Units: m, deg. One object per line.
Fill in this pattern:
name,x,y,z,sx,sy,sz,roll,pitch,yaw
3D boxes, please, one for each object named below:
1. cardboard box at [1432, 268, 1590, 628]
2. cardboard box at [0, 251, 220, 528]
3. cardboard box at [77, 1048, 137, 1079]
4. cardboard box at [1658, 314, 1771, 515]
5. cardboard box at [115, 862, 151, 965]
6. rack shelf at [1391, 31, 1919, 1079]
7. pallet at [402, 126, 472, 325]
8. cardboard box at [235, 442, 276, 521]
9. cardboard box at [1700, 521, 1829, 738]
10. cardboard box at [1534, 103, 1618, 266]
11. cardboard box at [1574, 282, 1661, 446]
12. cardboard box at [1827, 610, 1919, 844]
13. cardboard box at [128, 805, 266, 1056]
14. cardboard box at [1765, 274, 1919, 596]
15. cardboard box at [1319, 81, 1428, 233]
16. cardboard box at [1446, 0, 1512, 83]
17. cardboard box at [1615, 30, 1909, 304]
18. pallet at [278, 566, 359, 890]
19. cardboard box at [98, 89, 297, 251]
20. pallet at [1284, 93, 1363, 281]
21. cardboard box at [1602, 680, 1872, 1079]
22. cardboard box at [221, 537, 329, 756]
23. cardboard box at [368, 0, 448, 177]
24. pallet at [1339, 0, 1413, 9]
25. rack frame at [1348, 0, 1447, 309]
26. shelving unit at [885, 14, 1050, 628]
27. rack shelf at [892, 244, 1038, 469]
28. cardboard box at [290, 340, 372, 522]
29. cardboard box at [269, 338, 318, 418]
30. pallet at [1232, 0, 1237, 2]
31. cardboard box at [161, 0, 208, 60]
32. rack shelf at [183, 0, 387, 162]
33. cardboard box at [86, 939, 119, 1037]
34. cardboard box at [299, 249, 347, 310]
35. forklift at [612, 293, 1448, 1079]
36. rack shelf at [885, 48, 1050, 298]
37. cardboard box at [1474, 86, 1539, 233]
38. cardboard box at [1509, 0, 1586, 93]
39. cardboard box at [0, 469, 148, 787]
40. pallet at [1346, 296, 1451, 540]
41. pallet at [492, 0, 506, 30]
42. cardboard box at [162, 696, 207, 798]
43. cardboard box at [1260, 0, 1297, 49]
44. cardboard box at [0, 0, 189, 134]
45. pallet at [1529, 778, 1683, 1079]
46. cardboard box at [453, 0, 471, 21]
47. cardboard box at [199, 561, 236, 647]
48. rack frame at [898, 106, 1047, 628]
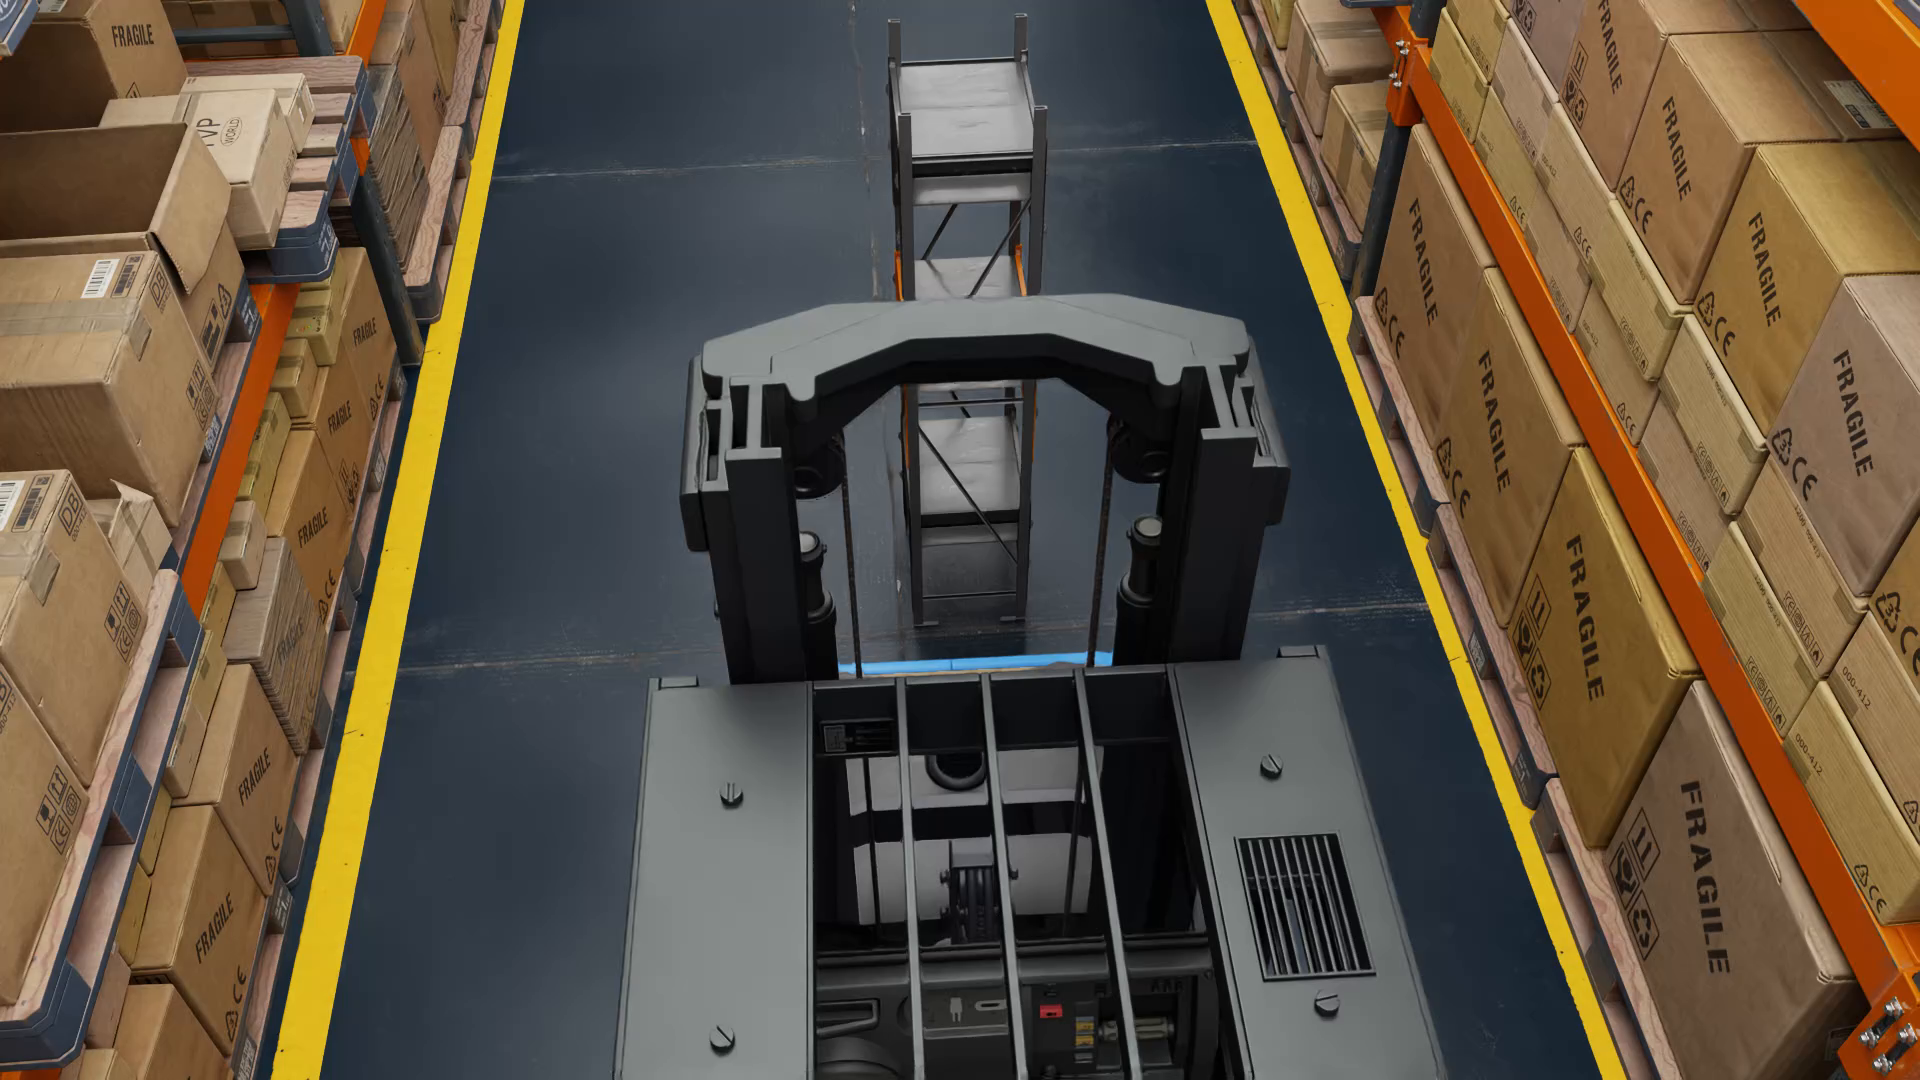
cardboard box,2.241,-0.333,5.674,0.875,0.875,0.875,-3,47,-3
cardboard box,-2.342,-0.356,4.163,0.700,0.500,0.500,-4,47,-3
cardboard box,-2.180,1.345,3.896,0.380,0.149,0.250,-1,47,-1
cardboard box,2.153,-0.336,4.261,0.500,0.250,0.500,-2,47,-2
cardboard box,-2.313,0.965,4.256,0.380,0.149,0.250,-6,47,-5
rack shelf,2.363,-0.375,5.035,1.077,0.370,4.000,-3,47,-3
pallet,-2.780,-1.404,7.435,1.003,0.211,1.213,-3,47,-3
cardboard box,-2.426,-0.168,5.329,0.380,0.149,0.250,-4,47,-4
cardboard box,2.200,0.198,4.100,0.500,0.250,0.500,-4,47,-4
cardboard box,2.064,-1.073,4.959,0.500,0.250,0.500,-4,47,-3
cardboard box,2.129,-0.541,4.800,0.500,0.250,0.500,-3,47,-3
cardboard box,2.251,0.400,3.564,0.500,0.250,0.500,-4,47,-3
cardboard box,-2.286,1.096,4.579,0.500,0.500,0.500,-4,47,-4
cardboard box,2.192,-0.236,3.650,0.500,0.500,0.500,-3,47,-3
cardboard box,2.158,-1.720,7.333,0.950,0.372,0.625,-6,47,-6
cardboard box,1.992,-1.808,5.656,0.500,0.250,0.500,-4,47,-4
cardboard box,2.111,-0.977,4.352,0.500,0.500,0.500,-3,47,-3
pallet,-2.626,0.617,5.521,1.003,0.211,1.213,-3,47,-3
cardboard box,-2.339,-1.114,5.054,0.500,0.250,0.500,-5,47,-5
pallet,2.132,-1.676,7.692,1.003,0.211,1.213,-3,47,-3
cardboard box,2.399,0.967,4.442,0.875,0.875,0.875,-2,47,-2
cardboard box,-2.361,0.359,5.277,0.500,0.500,0.500,-5,47,-5
cardboard box,-2.851,-2.017,7.441,0.875,0.625,0.625,-2,47,-2
pallet,2.030,-2.513,6.696,1.213,0.211,1.003,-3,47,-3
rack frame,2.196,-2.070,6.144,1.000,3.000,0.127,-3,47,-3
shelving unit,0.014,-0.602,5.374,0.431,2.100,0.503,-3,47,-3
rack shelf,0.014,-0.593,5.384,0.431,0.518,0.480,-3,47,-3
cardboard box,-2.469,-0.394,5.990,0.500,0.500,0.500,-4,47,-4
cardboard box,-2.425,-0.542,5.683,0.380,0.149,0.250,-5,47,-5
pallet,1.928,-3.442,9.364,1.003,0.211,1.213,-3,47,-3
cardboard box,-3.043,-2.023,6.204,0.500,0.250,0.500,-4,47,-4
rack shelf,-2.918,-2.965,7.487,1.077,0.370,4.000,-3,47,-3
cardboard box,-2.250,1.058,3.963,0.380,0.149,0.250,-6,47,-5
cardboard box,-2.456,-0.931,6.052,0.380,0.149,0.250,-6,47,-5
forklift,0.068,1.119,3.171,1.130,2.935,3.031,-3,47,-2
rack shelf,0.014,-1.074,4.876,0.431,0.518,0.480,-3,47,-3
cardboard box,2.047,-1.278,5.498,0.500,0.250,0.500,-5,47,-4
cardboard box,2.045,-1.718,5.053,0.500,0.500,0.500,-3,47,-3
cardboard box,-2.276,0.212,3.625,0.700,0.500,0.500,-3,47,-3
pallet,2.187,-0.536,6.612,1.003,0.211,1.213,-3,47,-3
pallet,-2.985,-3.170,9.107,1.003,0.211,1.213,-3,47,-3
cardboard box,-2.334,0.584,4.617,0.380,0.149,0.250,-4,47,-3
cardboard box,2.031,-2.802,8.359,0.950,0.372,0.625,-2,47,-2
cardboard box,-2.863,-1.562,5.305,0.500,0.500,0.500,-2,47,-1
pallet,2.391,1.230,4.940,1.003,0.211,1.213,-3,47,-3
cardboard box,-2.973,-3.048,8.417,0.875,0.625,0.625,-4,47,-4
cardboard box,-2.404,0.211,4.970,0.380,0.149,0.250,-3,47,-3
rack frame,0.034,-0.426,5.207,0.400,2.100,0.015,-3,47,-3
